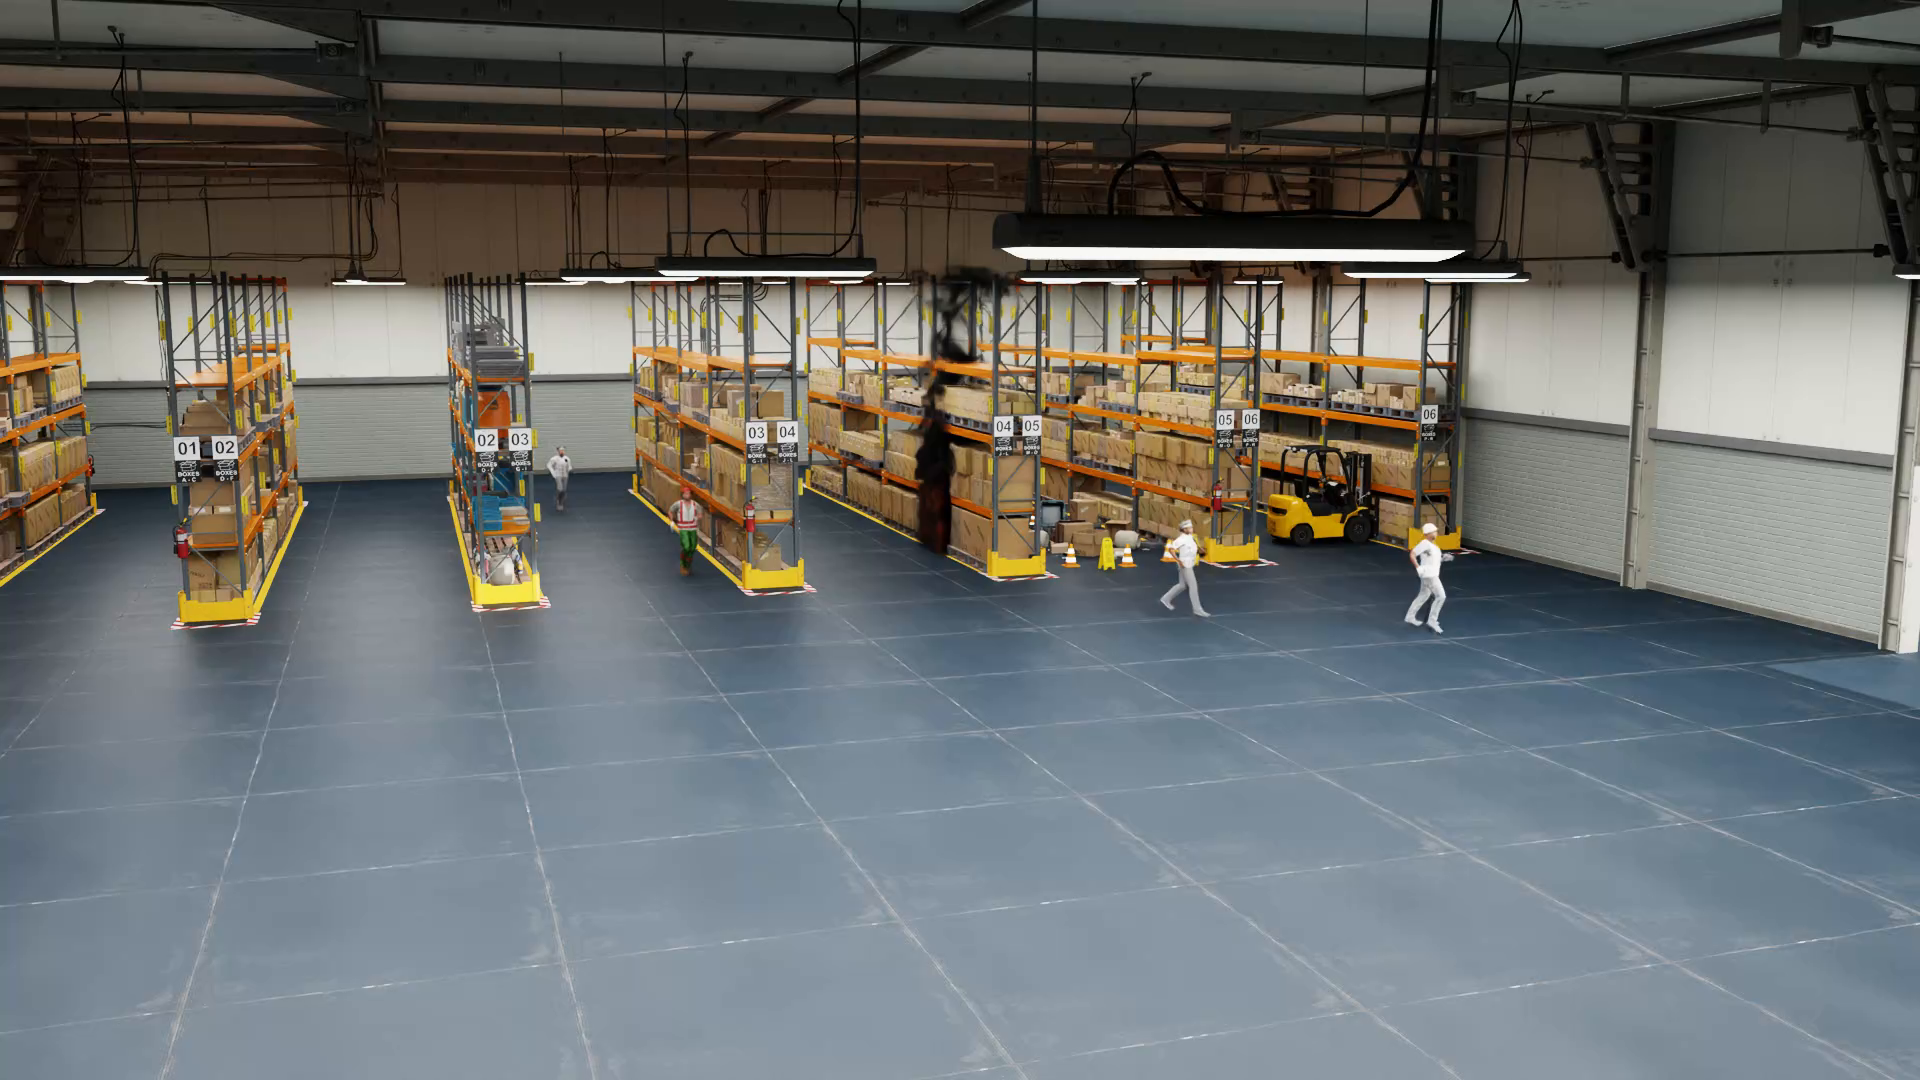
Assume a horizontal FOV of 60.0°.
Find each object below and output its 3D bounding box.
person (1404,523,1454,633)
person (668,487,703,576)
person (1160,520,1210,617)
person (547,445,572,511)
[{"bbox_3d":[7.892,0.639,27.965,0.768,1.843,0.657,3,9,21],"label":"person"},{"bbox_3d":[-5.456,-0.177,33.320,0.641,1.785,0.702,-4,10,-27],"label":"person"},{"bbox_3d":[3.962,0.475,29.205,0.935,1.688,0.572,3,9,22],"label":"person"},{"bbox_3d":[-10.340,-1.602,43.154,0.587,1.708,0.683,-5,10,-31],"label":"person"}]
